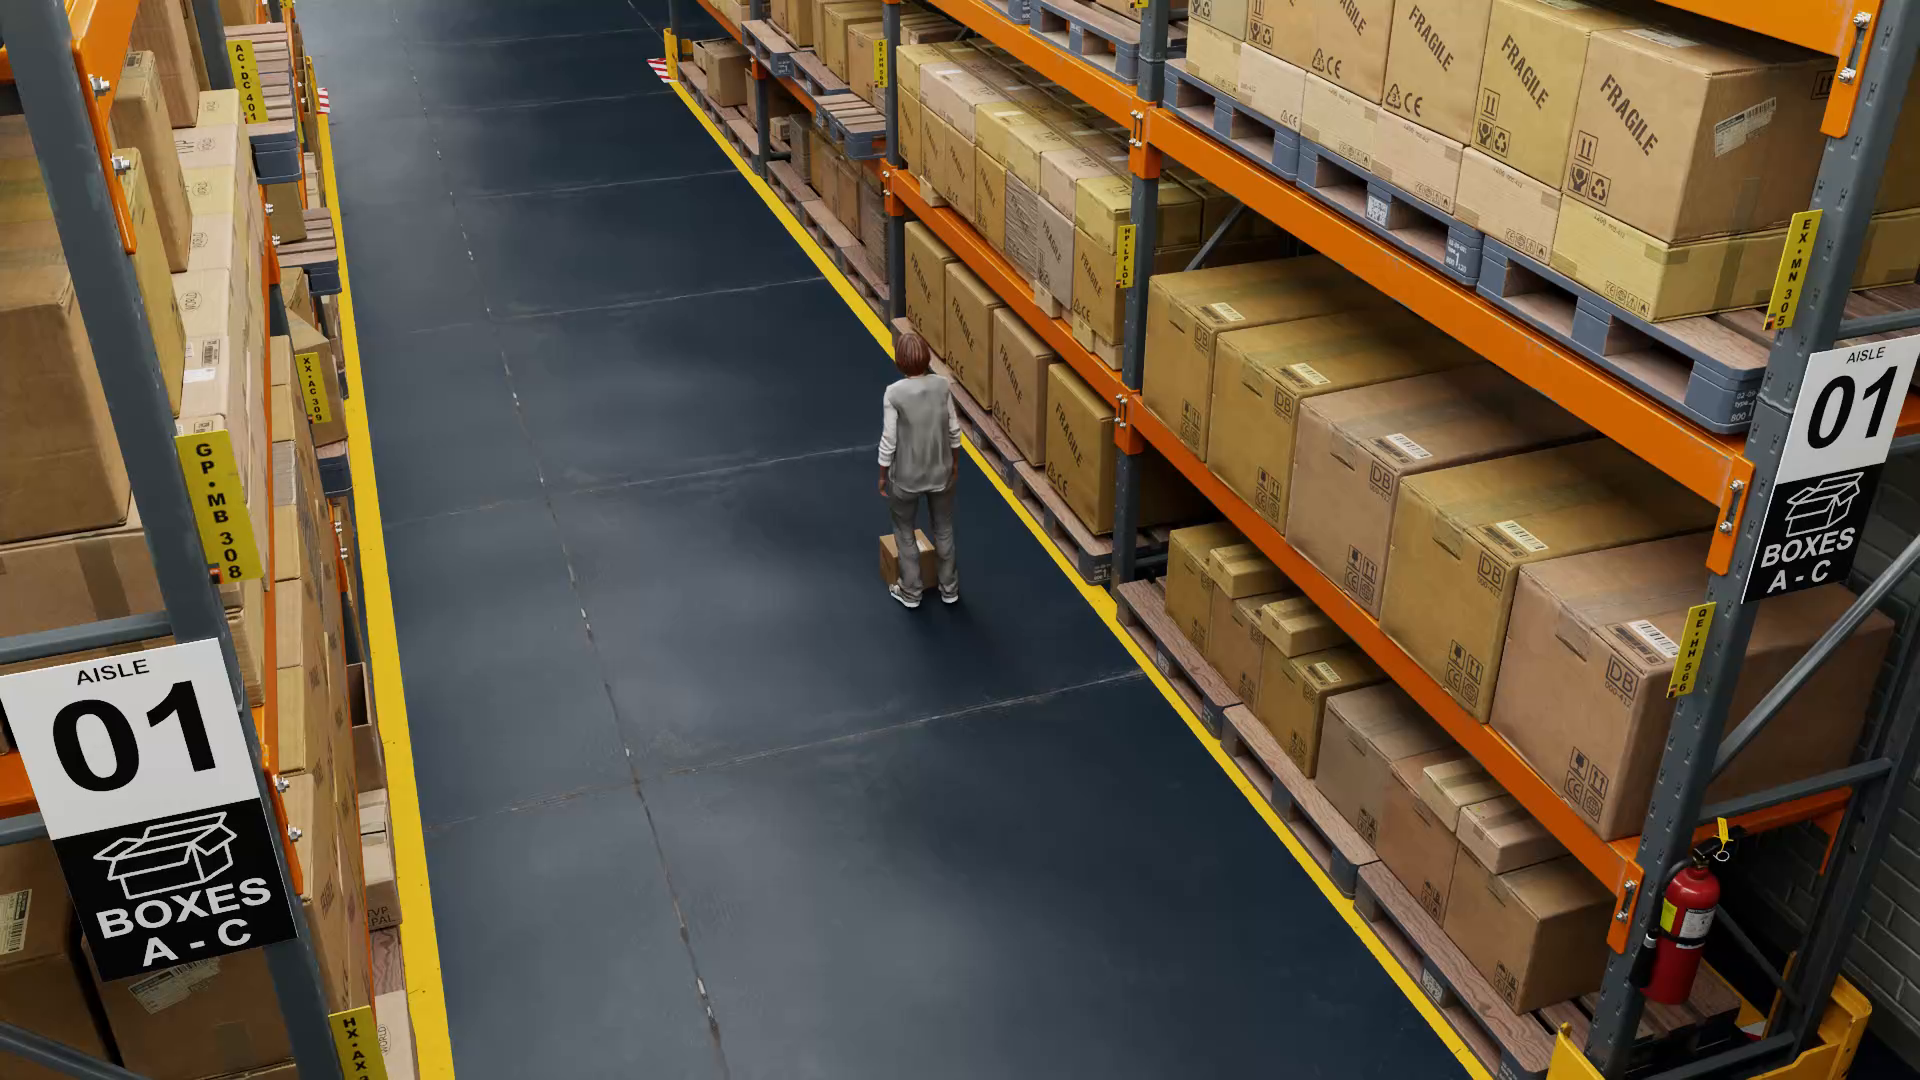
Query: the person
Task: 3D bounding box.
[{"bbox_3d":[-0.216,-0.351,8.945,0.473,1.593,0.366,-11,32,-18],"label":"person"}]
